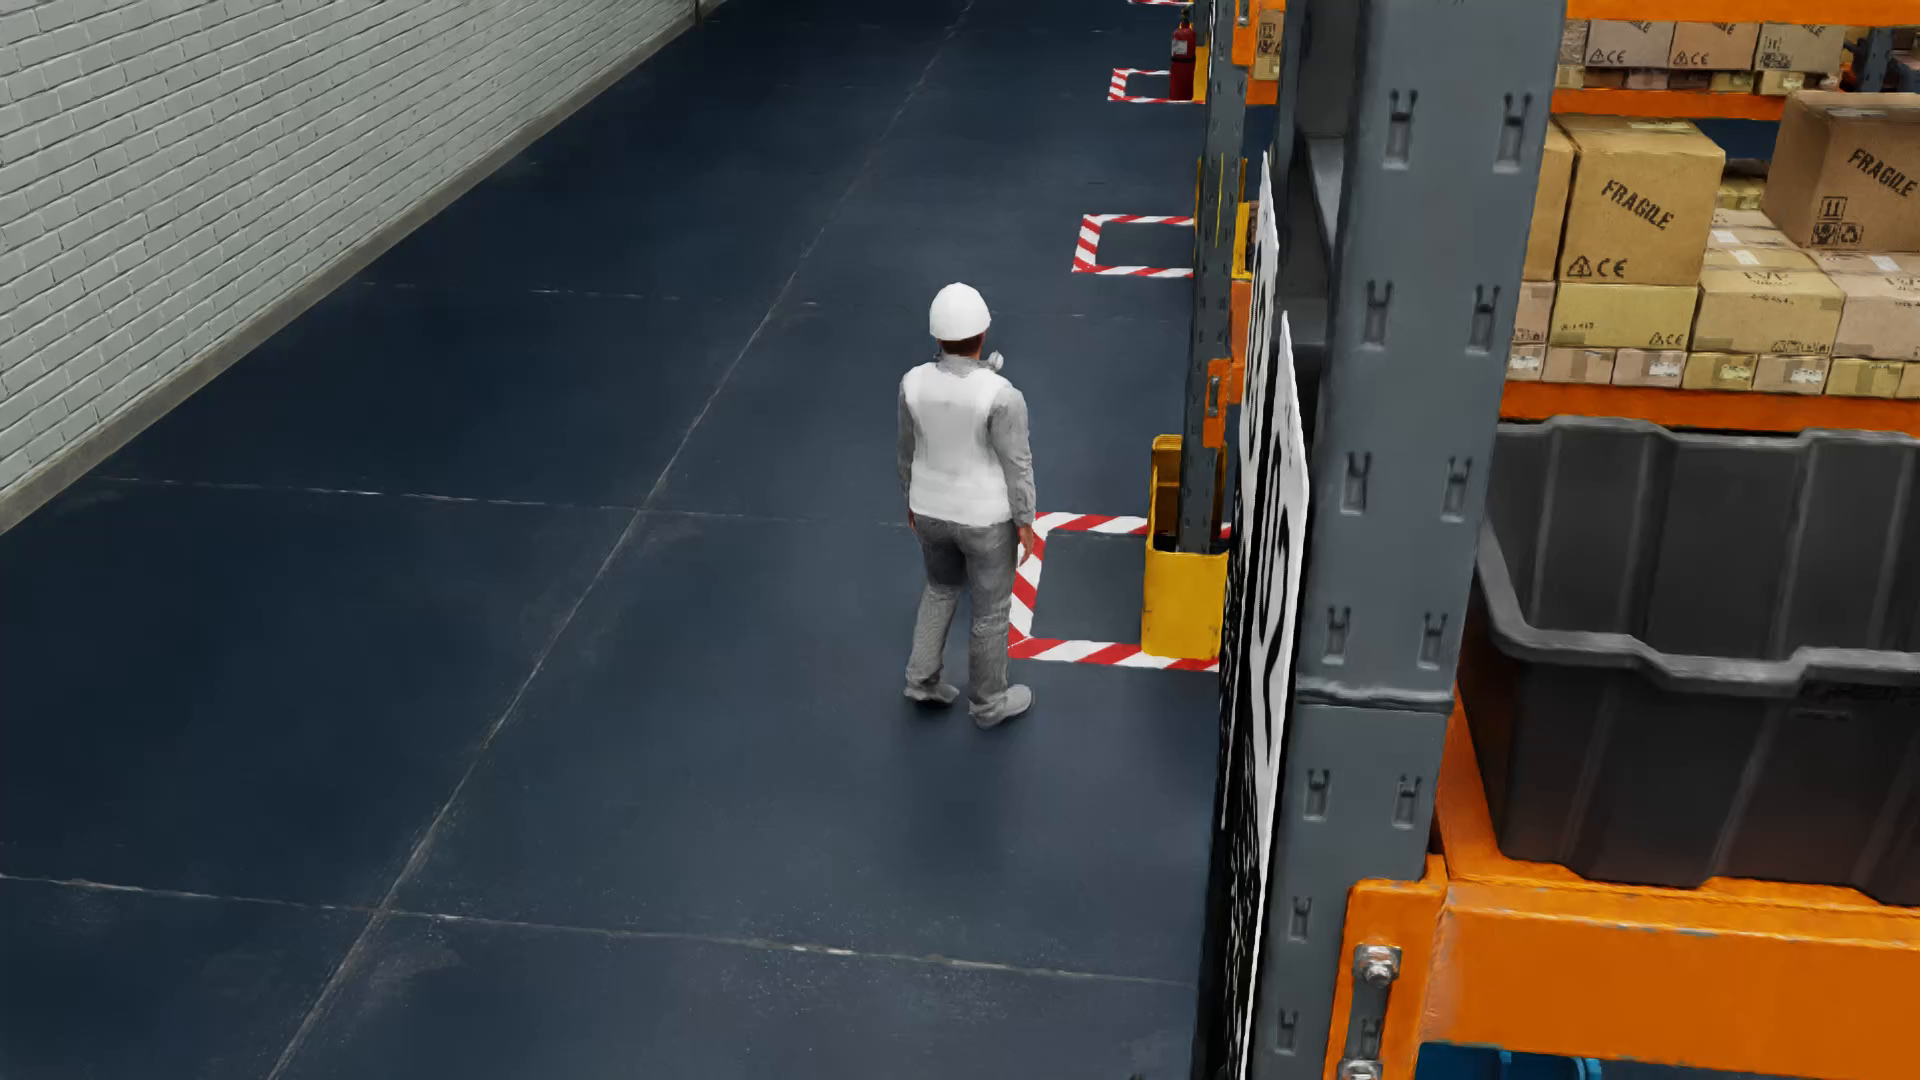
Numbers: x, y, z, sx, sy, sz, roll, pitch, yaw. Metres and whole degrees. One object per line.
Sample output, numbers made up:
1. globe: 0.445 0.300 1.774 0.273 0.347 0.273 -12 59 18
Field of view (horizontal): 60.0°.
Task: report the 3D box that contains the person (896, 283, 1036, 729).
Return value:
1. person: 0.034 -0.100 6.297 0.565 1.804 0.365 15 32 26
